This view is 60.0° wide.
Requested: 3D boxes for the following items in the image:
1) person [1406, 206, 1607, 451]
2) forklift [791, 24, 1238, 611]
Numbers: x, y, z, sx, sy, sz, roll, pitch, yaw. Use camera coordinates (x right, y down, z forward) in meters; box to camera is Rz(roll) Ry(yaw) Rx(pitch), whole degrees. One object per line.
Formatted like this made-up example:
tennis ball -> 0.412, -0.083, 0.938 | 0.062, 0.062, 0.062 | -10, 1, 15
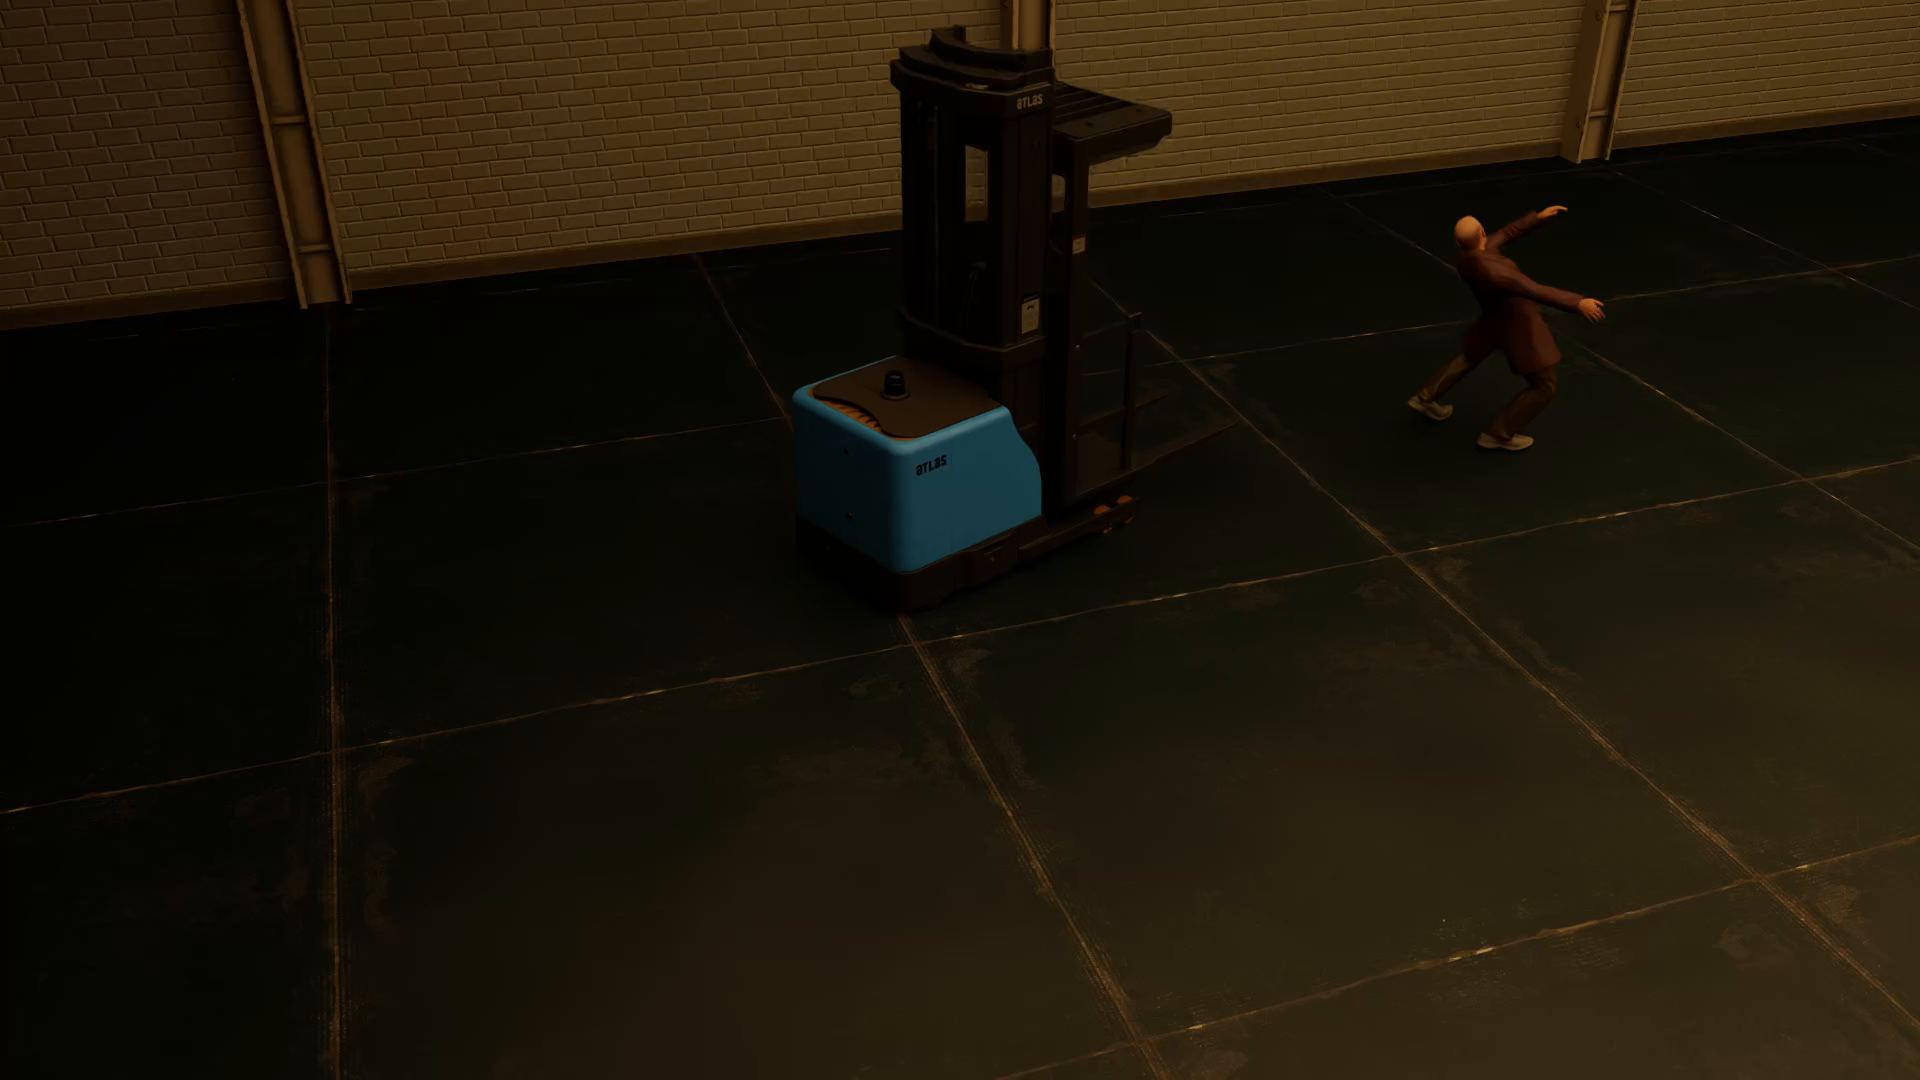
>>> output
person -> 3.603, -1.306, 10.732 | 0.808, 1.545, 1.103 | -15, 33, -24
forklift -> 0.475, -1.488, 9.673 | 3.031, 2.935, 1.130 | -24, 37, -35
